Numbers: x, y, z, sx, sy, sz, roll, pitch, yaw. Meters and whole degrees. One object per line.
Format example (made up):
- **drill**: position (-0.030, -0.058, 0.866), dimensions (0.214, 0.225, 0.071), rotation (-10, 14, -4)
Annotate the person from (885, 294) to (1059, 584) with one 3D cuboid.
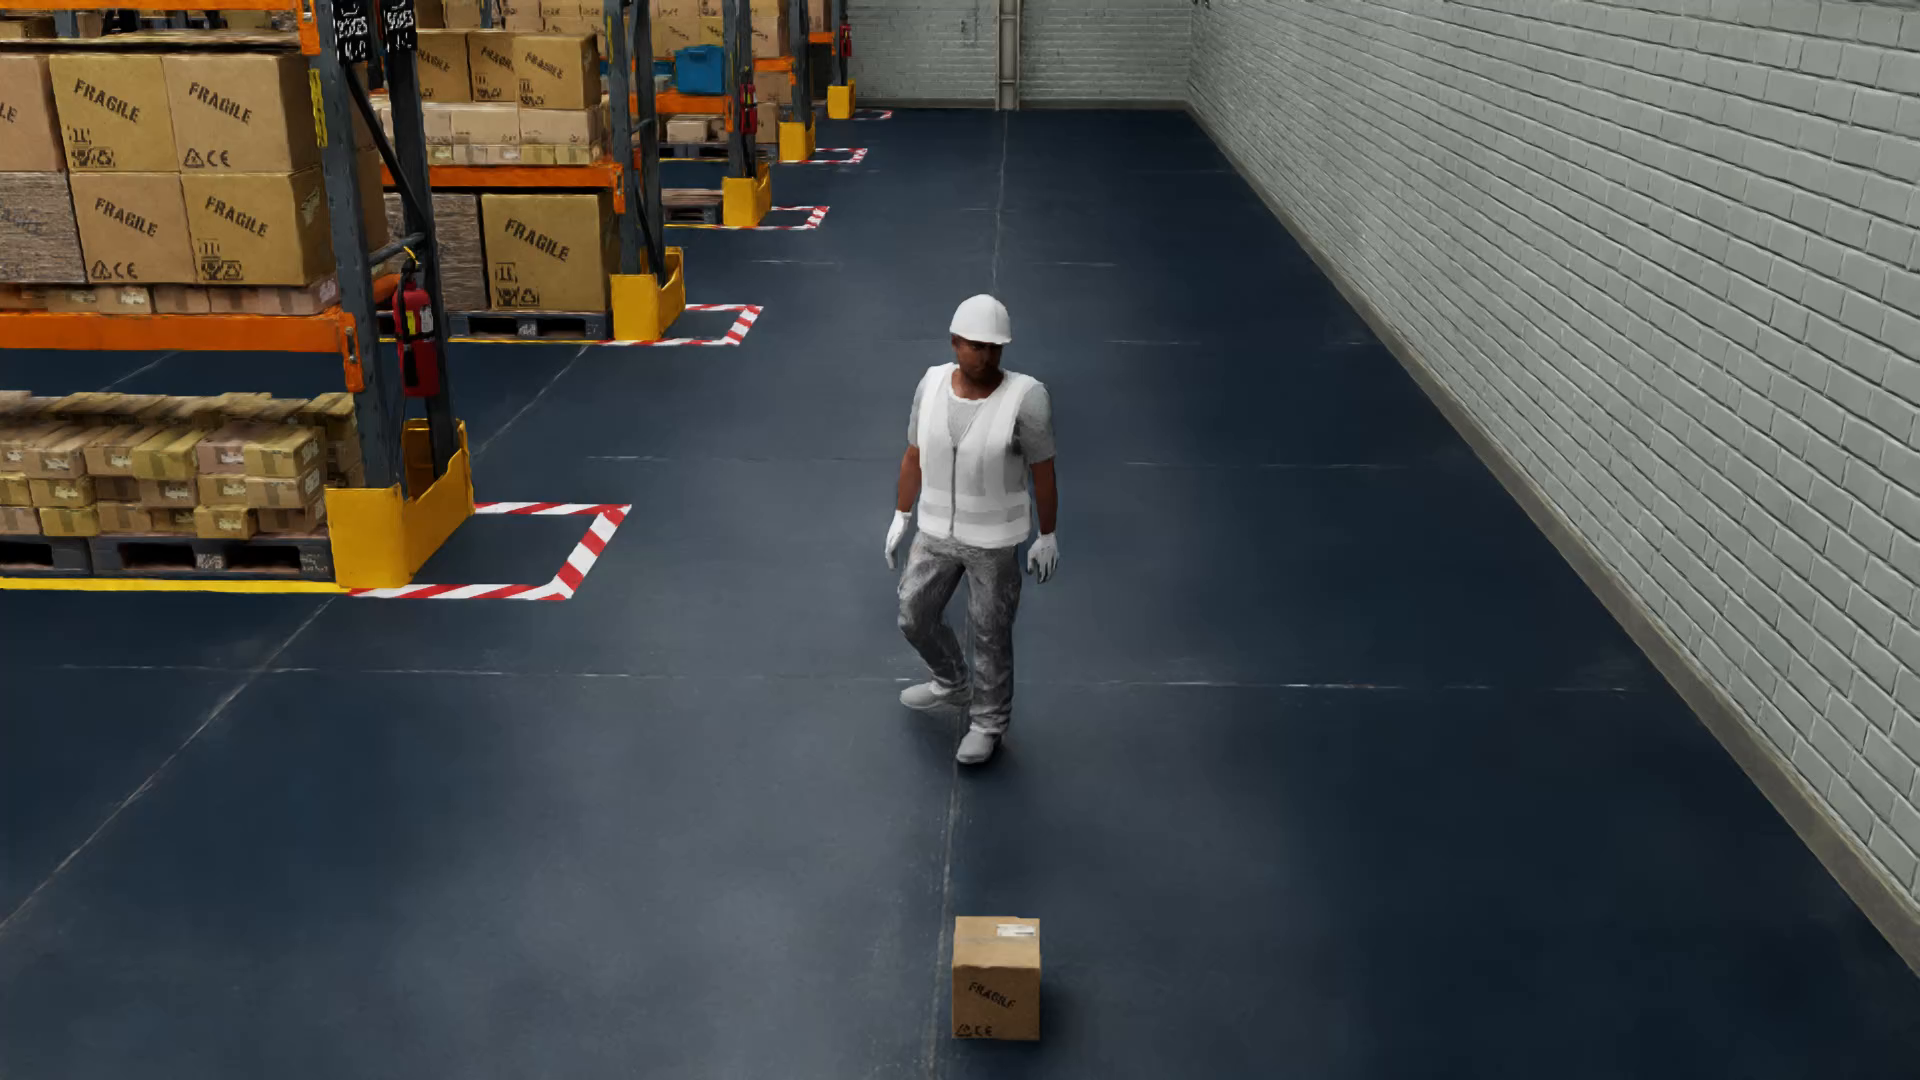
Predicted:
- **person**: position (0.035, -0.351, 5.934), dimensions (0.612, 1.067, 0.342), rotation (12, 23, 28)
